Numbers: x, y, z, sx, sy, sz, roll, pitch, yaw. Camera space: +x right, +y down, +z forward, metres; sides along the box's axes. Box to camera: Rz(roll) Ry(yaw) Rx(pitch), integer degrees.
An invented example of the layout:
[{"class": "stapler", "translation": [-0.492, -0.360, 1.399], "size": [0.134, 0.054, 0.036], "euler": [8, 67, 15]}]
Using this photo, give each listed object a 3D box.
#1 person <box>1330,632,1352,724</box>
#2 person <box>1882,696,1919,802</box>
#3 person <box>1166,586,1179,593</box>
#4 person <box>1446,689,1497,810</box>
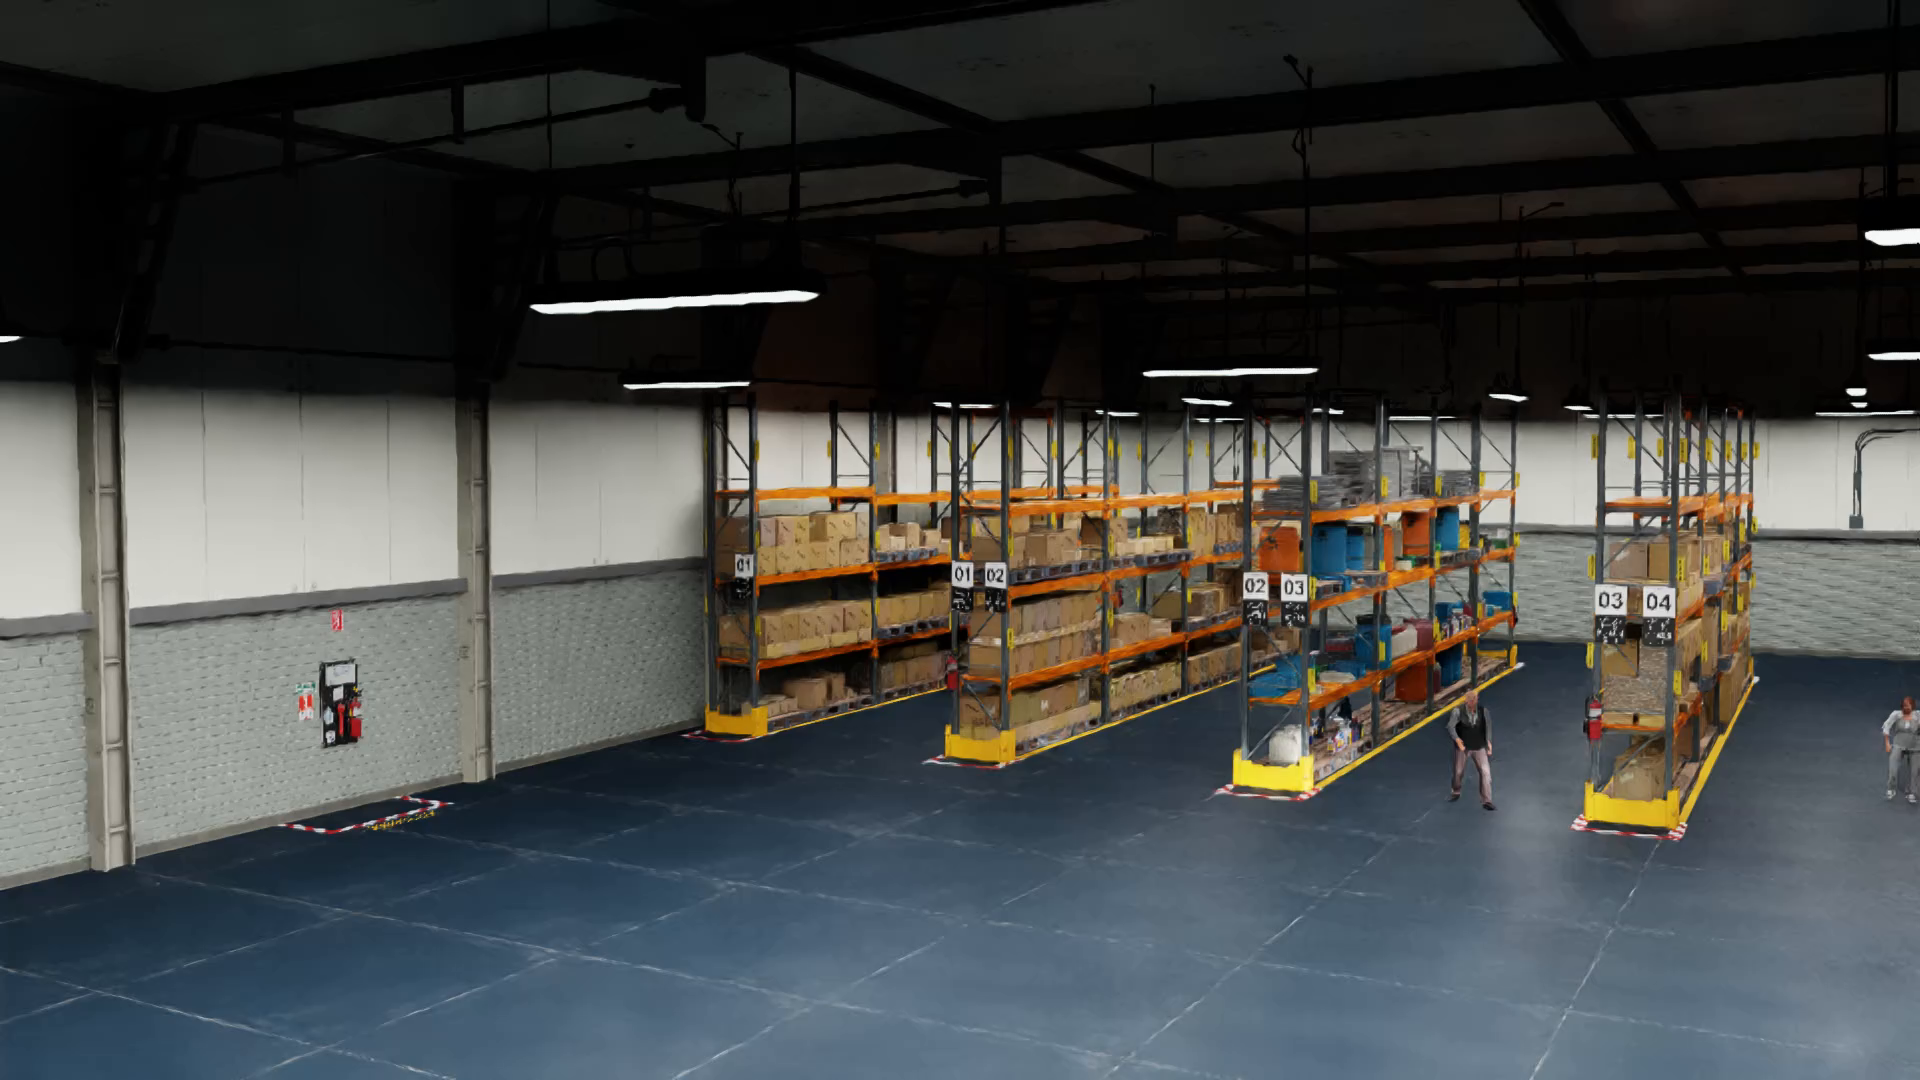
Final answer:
[{"class": "person", "translation": [6.695, 2.406, 29.192], "size": [0.507, 1.592, 0.516], "euler": [3, 4, 40]}, {"class": "person", "translation": [13.437, 2.967, 23.654], "size": [0.566, 1.526, 0.519], "euler": [1, 3, 26]}, {"class": "person", "translation": [5.182, 1.952, 40.837], "size": [0.391, 1.665, 0.613], "euler": [1, 3, 15]}, {"class": "person", "translation": [7.160, 2.908, 23.326], "size": [0.674, 1.660, 0.841], "euler": [1, 3, 11]}]
